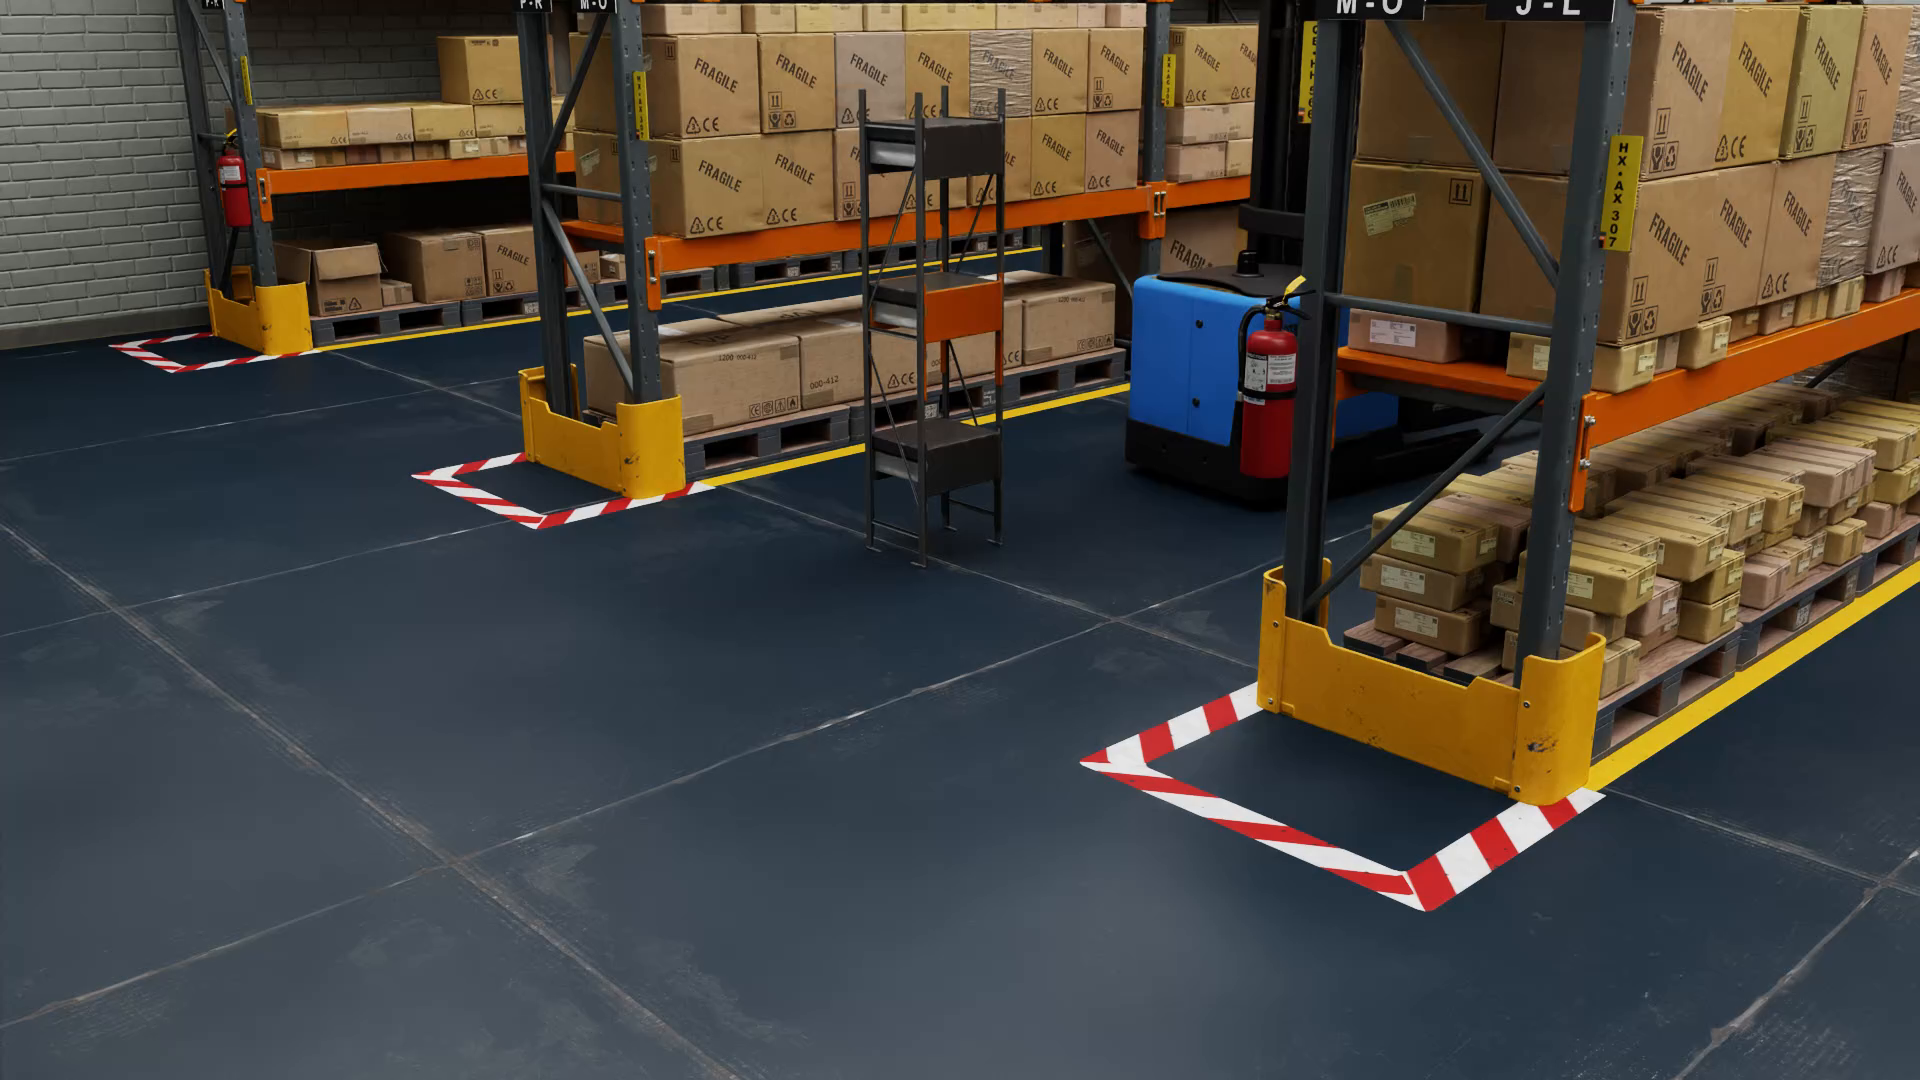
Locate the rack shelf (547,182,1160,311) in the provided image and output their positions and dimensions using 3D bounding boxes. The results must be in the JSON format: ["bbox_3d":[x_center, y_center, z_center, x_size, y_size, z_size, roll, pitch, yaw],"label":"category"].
[{"bbox_3d":[-0.486,-1.883,10.095,4.000,0.370,1.077,-16,24,-41],"label":"rack shelf"}]

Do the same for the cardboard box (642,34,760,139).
[{"bbox_3d":[-1.394,-2.362,8.624,0.500,0.500,0.500,-17,25,-42],"label":"cardboard box"}]

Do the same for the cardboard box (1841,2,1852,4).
[{"bbox_3d":[9.466,-5.699,18.433,0.500,0.500,0.700,-17,25,-42],"label":"cardboard box"}]

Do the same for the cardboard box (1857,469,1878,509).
[{"bbox_3d":[3.811,-0.256,7.370,0.250,0.149,0.380,-16,24,-40],"label":"cardboard box"}]

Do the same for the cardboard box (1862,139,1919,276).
[{"bbox_3d":[3.544,-1.369,6.700,0.500,0.500,0.500,-16,24,-41],"label":"cardboard box"}]

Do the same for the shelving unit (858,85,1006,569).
[{"bbox_3d":[-0.120,-0.964,7.553,0.503,2.100,0.431,-16,24,-41],"label":"shelving unit"}]

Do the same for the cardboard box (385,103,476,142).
[{"bbox_3d":[-4.105,-3.234,12.856,0.500,0.250,0.500,-17,24,-42],"label":"cardboard box"}]

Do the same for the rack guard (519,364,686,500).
[{"bbox_3d":[-1.956,-0.607,9.046,0.348,0.500,1.175,-16,24,-41],"label":"rack guard"}]

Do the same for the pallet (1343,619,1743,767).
[{"bbox_3d":[2.205,0.433,6.307,1.213,0.211,1.003,-16,24,-41],"label":"pallet"}]

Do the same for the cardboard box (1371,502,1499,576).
[{"bbox_3d":[1.746,-0.009,6.125,0.250,0.149,0.380,-16,24,-40],"label":"cardboard box"}]

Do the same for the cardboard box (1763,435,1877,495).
[{"bbox_3d":[3.652,-0.321,7.088,0.380,0.149,0.250,16,24,41],"label":"cardboard box"}]

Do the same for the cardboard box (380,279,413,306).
[{"bbox_3d":[-4.507,-1.946,13.065,0.380,0.149,0.250,17,24,42],"label":"cardboard box"}]

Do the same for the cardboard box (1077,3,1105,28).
[{"bbox_3d":[0.696,-3.312,10.503,0.250,0.149,0.380,-16,24,-40],"label":"cardboard box"}]

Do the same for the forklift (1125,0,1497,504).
[{"bbox_3d":[2.390,-1.920,9.155,3.031,2.935,1.130,-13,22,-34],"label":"forklift"}]

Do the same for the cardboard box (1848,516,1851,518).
[{"bbox_3d":[3.722,-0.110,7.401,0.250,0.149,0.380,-17,25,-42],"label":"cardboard box"}]

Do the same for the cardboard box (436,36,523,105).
[{"bbox_3d":[-3.747,-3.693,13.057,0.500,0.500,0.500,-15,24,-39],"label":"cardboard box"}]

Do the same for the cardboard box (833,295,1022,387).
[{"bbox_3d":[-0.213,-1.331,10.699,0.875,0.438,0.875,17,25,42],"label":"cardboard box"}]

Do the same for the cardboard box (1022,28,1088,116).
[{"bbox_3d":[0.440,-2.904,10.296,0.500,0.500,0.500,-17,24,-42],"label":"cardboard box"}]

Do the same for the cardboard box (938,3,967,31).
[{"bbox_3d":[-0.178,-3.032,9.637,0.250,0.149,0.380,-16,24,-41],"label":"cardboard box"}]

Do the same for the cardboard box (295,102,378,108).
[{"bbox_3d":[-4.825,-3.249,12.902,0.500,0.250,0.500,-16,24,-41],"label":"cardboard box"}]

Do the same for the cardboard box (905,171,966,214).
[{"bbox_3d":[-0.310,-2.213,9.785,0.500,0.500,0.500,-15,23,-39],"label":"cardboard box"}]

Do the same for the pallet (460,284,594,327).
[{"bbox_3d":[-3.832,-2.029,13.900,1.213,0.211,1.003,-16,24,-41],"label":"pallet"}]

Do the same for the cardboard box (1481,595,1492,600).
[{"bbox_3d":[1.892,0.208,6.422,0.250,0.149,0.380,-15,23,-39],"label":"cardboard box"}]

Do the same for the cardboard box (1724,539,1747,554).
[{"bbox_3d":[2.836,0.023,6.508,0.380,0.149,0.250,16,24,41],"label":"cardboard box"}]

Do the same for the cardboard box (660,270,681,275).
[{"bbox_3d":[-2.649,-2.420,14.527,0.380,0.149,0.250,17,25,42],"label":"cardboard box"}]

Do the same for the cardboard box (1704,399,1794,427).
[{"bbox_3d":[3.658,-0.551,7.798,0.250,0.149,0.380,-17,24,-42],"label":"cardboard box"}]

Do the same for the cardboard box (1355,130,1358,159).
[{"bbox_3d":[2.948,-3.045,12.755,0.500,0.250,0.500,-17,24,-41],"label":"cardboard box"}]

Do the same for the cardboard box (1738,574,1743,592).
[{"bbox_3d":[2.827,0.171,6.536,0.250,0.149,0.380,-16,24,-41],"label":"cardboard box"}]

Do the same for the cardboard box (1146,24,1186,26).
[{"bbox_3d":[1.491,-3.434,11.930,0.500,0.500,0.500,-16,24,-40],"label":"cardboard box"}]

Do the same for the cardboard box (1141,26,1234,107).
[{"bbox_3d":[1.485,-3.201,11.210,0.500,0.500,0.500,-16,24,-40],"label":"cardboard box"}]

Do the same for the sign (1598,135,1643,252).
[{"bbox_3d":[1.908,-1.004,4.813,0.005,0.325,0.100,-16,24,-41],"label":"sign"}]

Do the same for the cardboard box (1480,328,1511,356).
[{"bbox_3d":[1.785,-0.771,5.905,0.250,0.149,0.380,-16,24,-41],"label":"cardboard box"}]

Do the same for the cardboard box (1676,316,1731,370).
[{"bbox_3d":[2.385,-0.697,5.679,0.380,0.149,0.250,17,25,42],"label":"cardboard box"}]

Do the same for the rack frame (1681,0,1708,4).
[{"bbox_3d":[6.780,-4.344,16.519,0.127,3.000,1.000,-16,24,-41],"label":"rack frame"}]

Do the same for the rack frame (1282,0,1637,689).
[{"bbox_3d":[1.535,-0.713,5.321,0.127,3.000,1.000,-16,24,-41],"label":"rack frame"}]

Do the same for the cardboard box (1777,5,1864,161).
[{"bbox_3d":[2.800,-1.627,5.874,0.500,0.500,0.500,-17,25,-42],"label":"cardboard box"}]

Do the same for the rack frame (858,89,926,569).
[{"bbox_3d":[-0.298,-0.912,7.393,0.015,2.100,0.400,-16,24,-41],"label":"rack frame"}]

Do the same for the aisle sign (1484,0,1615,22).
[{"bbox_3d":[1.688,-1.867,4.665,0.004,0.787,0.394,-16,24,-41],"label":"aisle sign"}]

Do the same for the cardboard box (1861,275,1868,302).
[{"bbox_3d":[3.445,-1.051,6.769,0.250,0.149,0.380,-17,24,-42],"label":"cardboard box"}]

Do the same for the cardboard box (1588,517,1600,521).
[{"bbox_3d":[2.365,-0.019,6.638,0.250,0.149,0.380,-17,24,-41],"label":"cardboard box"}]

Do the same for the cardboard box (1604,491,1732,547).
[{"bbox_3d":[2.662,-0.056,6.271,0.380,0.149,0.250,16,24,41],"label":"cardboard box"}]

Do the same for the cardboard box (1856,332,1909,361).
[{"bbox_3d":[4.809,-1.143,8.802,0.500,0.250,0.500,-17,25,-42],"label":"cardboard box"}]

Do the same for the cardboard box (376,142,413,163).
[{"bbox_3d":[-4.379,-2.969,12.686,0.250,0.149,0.380,-15,23,-39],"label":"cardboard box"}]

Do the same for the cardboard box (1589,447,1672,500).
[{"bbox_3d":[2.725,-0.274,6.942,0.380,0.149,0.250,17,25,42],"label":"cardboard box"}]

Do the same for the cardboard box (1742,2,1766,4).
[{"bbox_3d":[7.635,-5.157,16.760,0.500,0.500,0.700,-16,24,-41],"label":"cardboard box"}]

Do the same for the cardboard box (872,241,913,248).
[{"bbox_3d":[-0.812,-3.151,16.213,0.500,0.500,0.500,17,24,42],"label":"cardboard box"}]

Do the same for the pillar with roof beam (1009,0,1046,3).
[{"bbox_3d":[3.747,-6.975,14.908,0.400,9.000,9.100,-16,24,-41],"label":"pillar with roof beam"}]

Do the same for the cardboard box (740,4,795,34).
[{"bbox_3d":[-1.082,-2.747,8.759,0.250,0.149,0.380,-15,23,-39],"label":"cardboard box"}]

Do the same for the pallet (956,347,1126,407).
[{"bbox_3d":[0.361,-1.179,11.278,1.213,0.211,1.003,-16,24,-41],"label":"pallet"}]
